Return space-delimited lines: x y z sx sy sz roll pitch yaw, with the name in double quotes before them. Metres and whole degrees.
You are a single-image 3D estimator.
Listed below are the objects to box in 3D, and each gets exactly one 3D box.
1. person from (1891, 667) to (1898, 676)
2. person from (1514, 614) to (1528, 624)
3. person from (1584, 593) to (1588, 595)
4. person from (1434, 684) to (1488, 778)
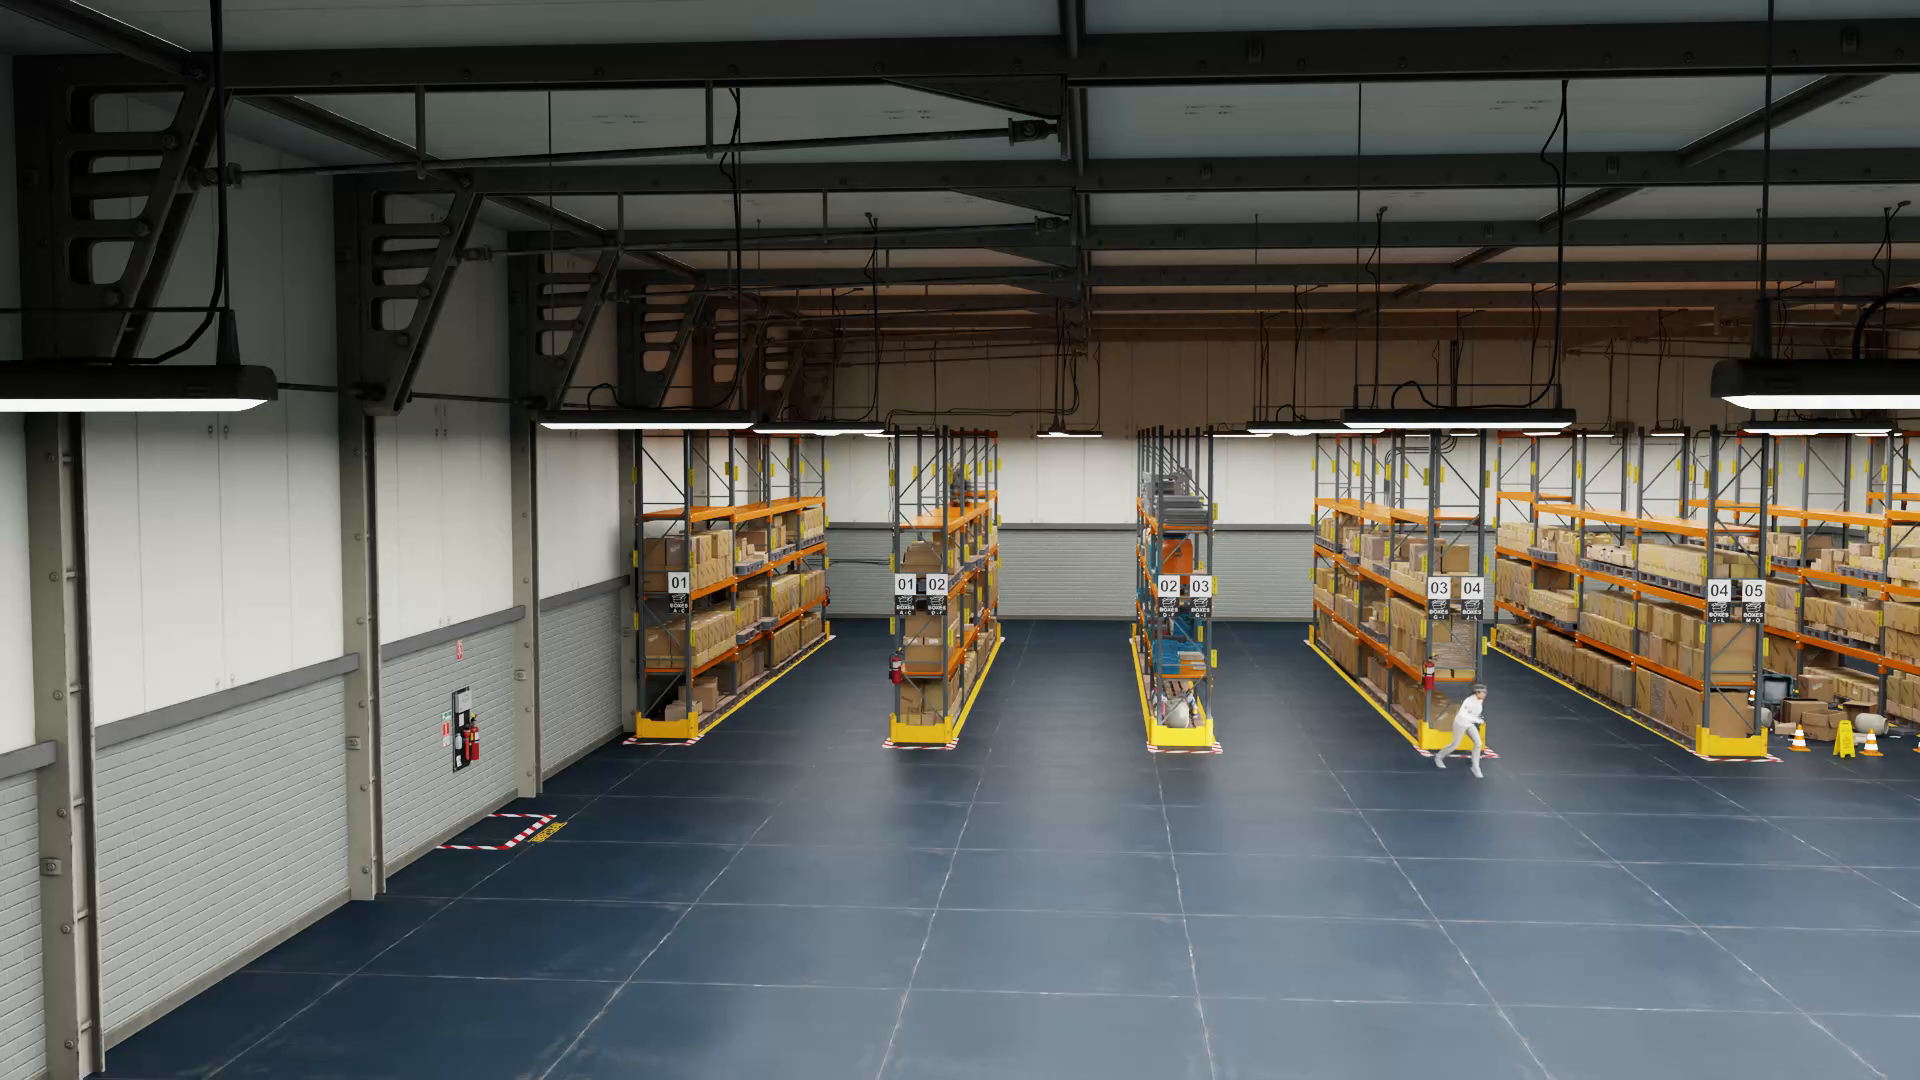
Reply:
"person" 21.344 2.629 37.662 0.589 1.770 0.758 0 3 5
"person" 16.368 2.076 48.103 0.678 1.530 0.710 -2 4 -34
"person" 16.914 2.220 45.000 0.504 1.585 0.732 0 3 -2
"person" 8.601 3.242 28.541 0.657 1.624 0.964 -3 5 -45
